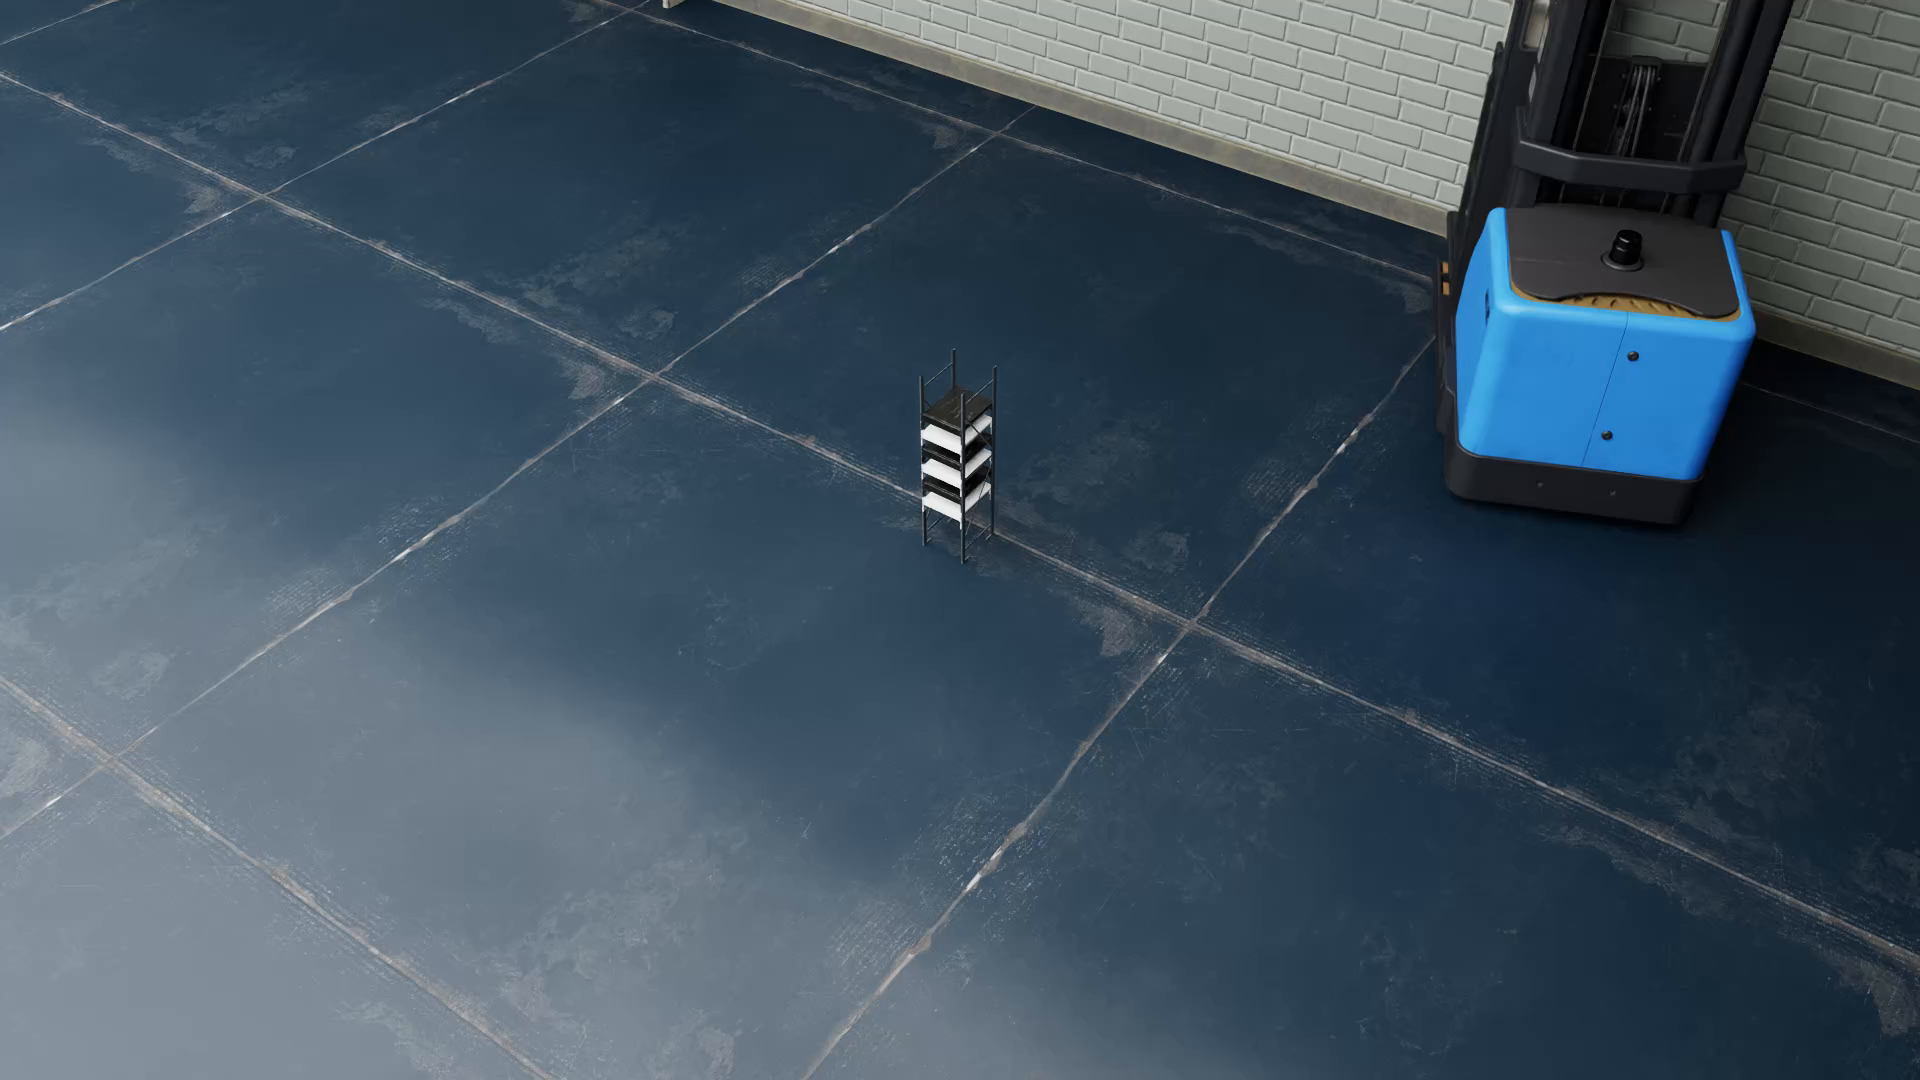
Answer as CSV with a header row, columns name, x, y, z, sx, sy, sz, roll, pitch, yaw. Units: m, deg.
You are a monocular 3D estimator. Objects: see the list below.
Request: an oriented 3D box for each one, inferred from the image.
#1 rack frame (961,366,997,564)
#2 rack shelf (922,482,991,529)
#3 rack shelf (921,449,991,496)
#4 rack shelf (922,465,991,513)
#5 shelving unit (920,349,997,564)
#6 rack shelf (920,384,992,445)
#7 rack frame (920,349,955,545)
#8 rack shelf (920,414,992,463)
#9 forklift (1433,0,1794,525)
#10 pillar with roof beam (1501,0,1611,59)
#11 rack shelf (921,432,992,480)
name,x,y,z,sx,sy,sz,roll,pitch,yaw
rack frame,0.077,-0.300,6.910,0.006,0.900,0.240,25,48,25
rack shelf,-0.007,-0.179,7.096,0.200,0.077,0.258,25,48,25
rack shelf,-0.007,-0.314,6.976,0.200,0.077,0.258,25,48,25
rack shelf,-0.007,-0.247,7.036,0.200,0.077,0.258,25,48,25
shelving unit,-0.007,-0.338,6.953,0.210,0.900,0.258,25,48,25
rack shelf,-0.007,-0.515,6.796,0.200,0.077,0.258,25,48,25
rack frame,-0.090,-0.377,6.997,0.006,0.900,0.240,25,48,25
rack shelf,-0.007,-0.448,6.856,0.200,0.077,0.258,25,48,25
forklift,2.966,-2.151,7.456,1.130,2.935,3.031,8,42,9
pillar with roof beam,0.390,-2.470,3.261,0.400,9.000,9.100,25,48,25
rack shelf,-0.007,-0.381,6.916,0.200,0.077,0.258,25,48,25
